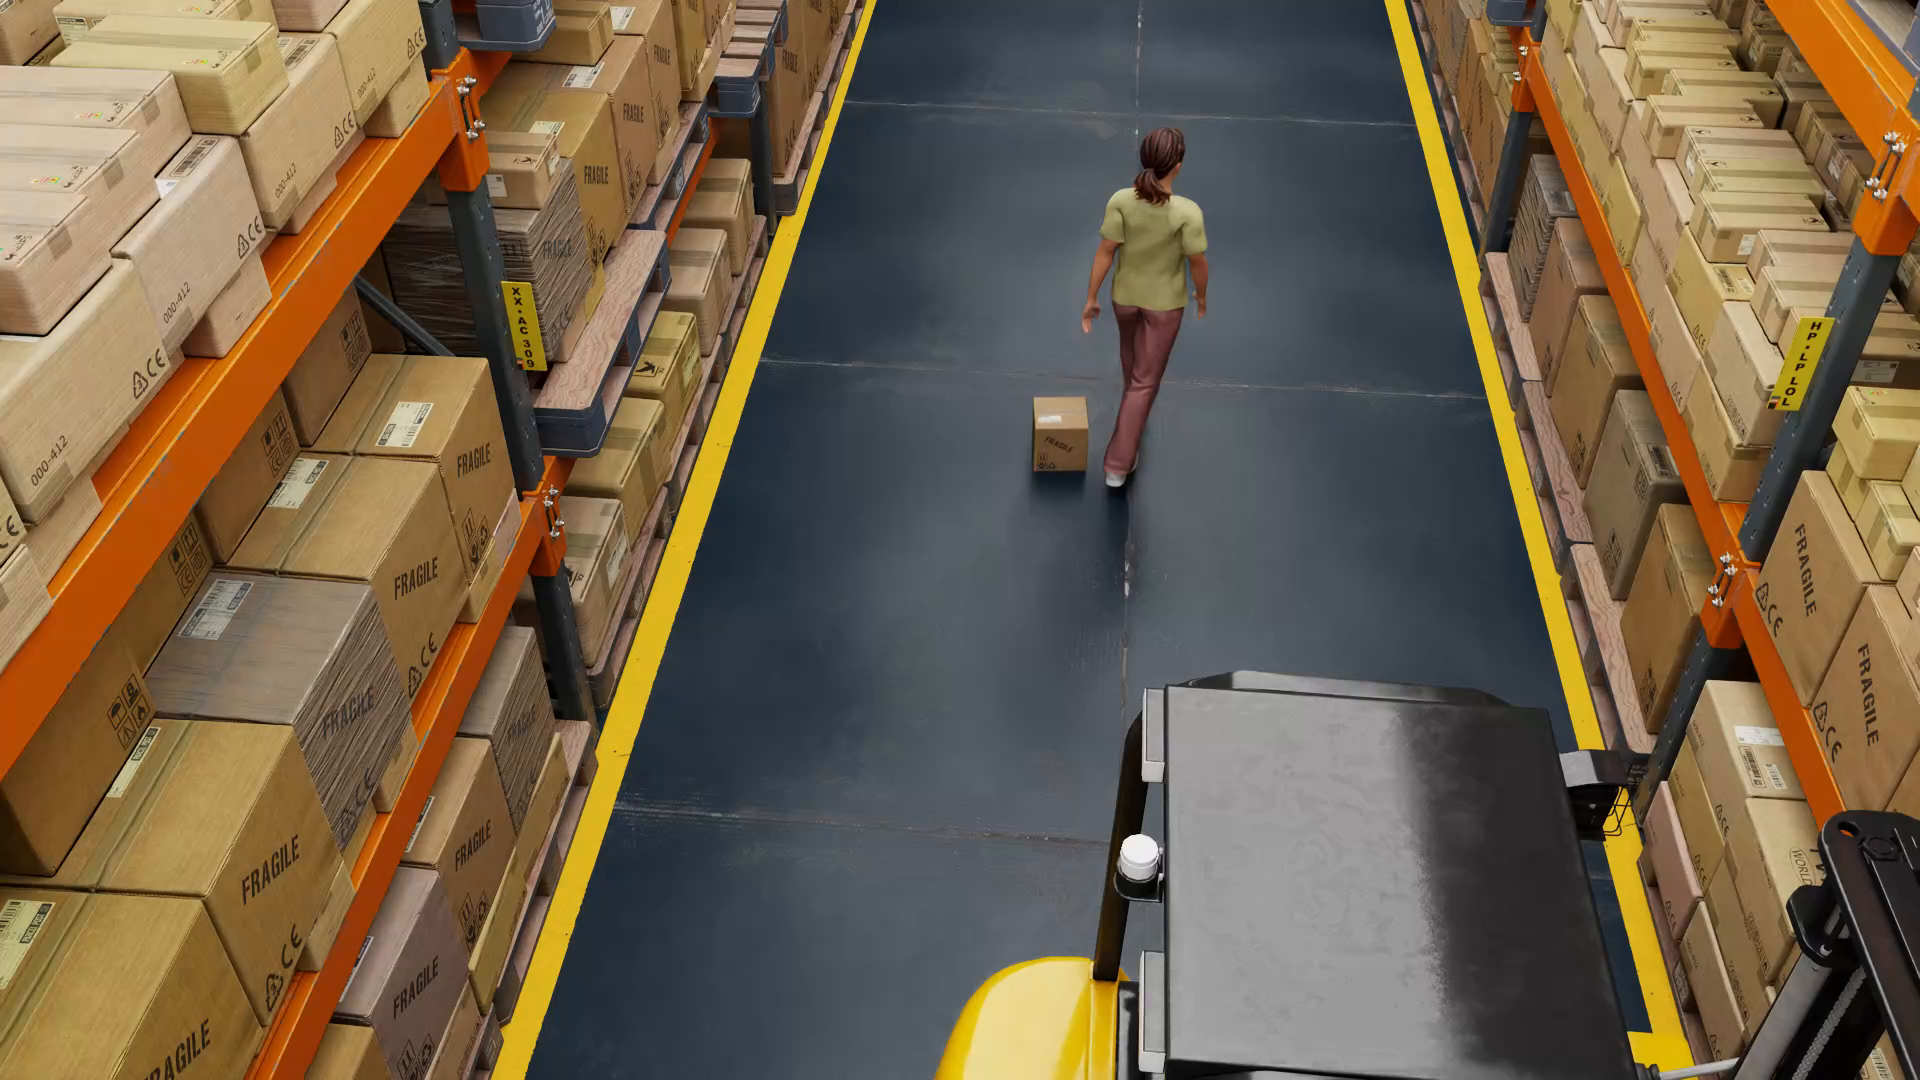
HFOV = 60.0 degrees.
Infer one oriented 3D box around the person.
[{"bbox_3d":[0.881,-1.127,7.472,0.491,1.627,0.947,18,43,20],"label":"person"}]
